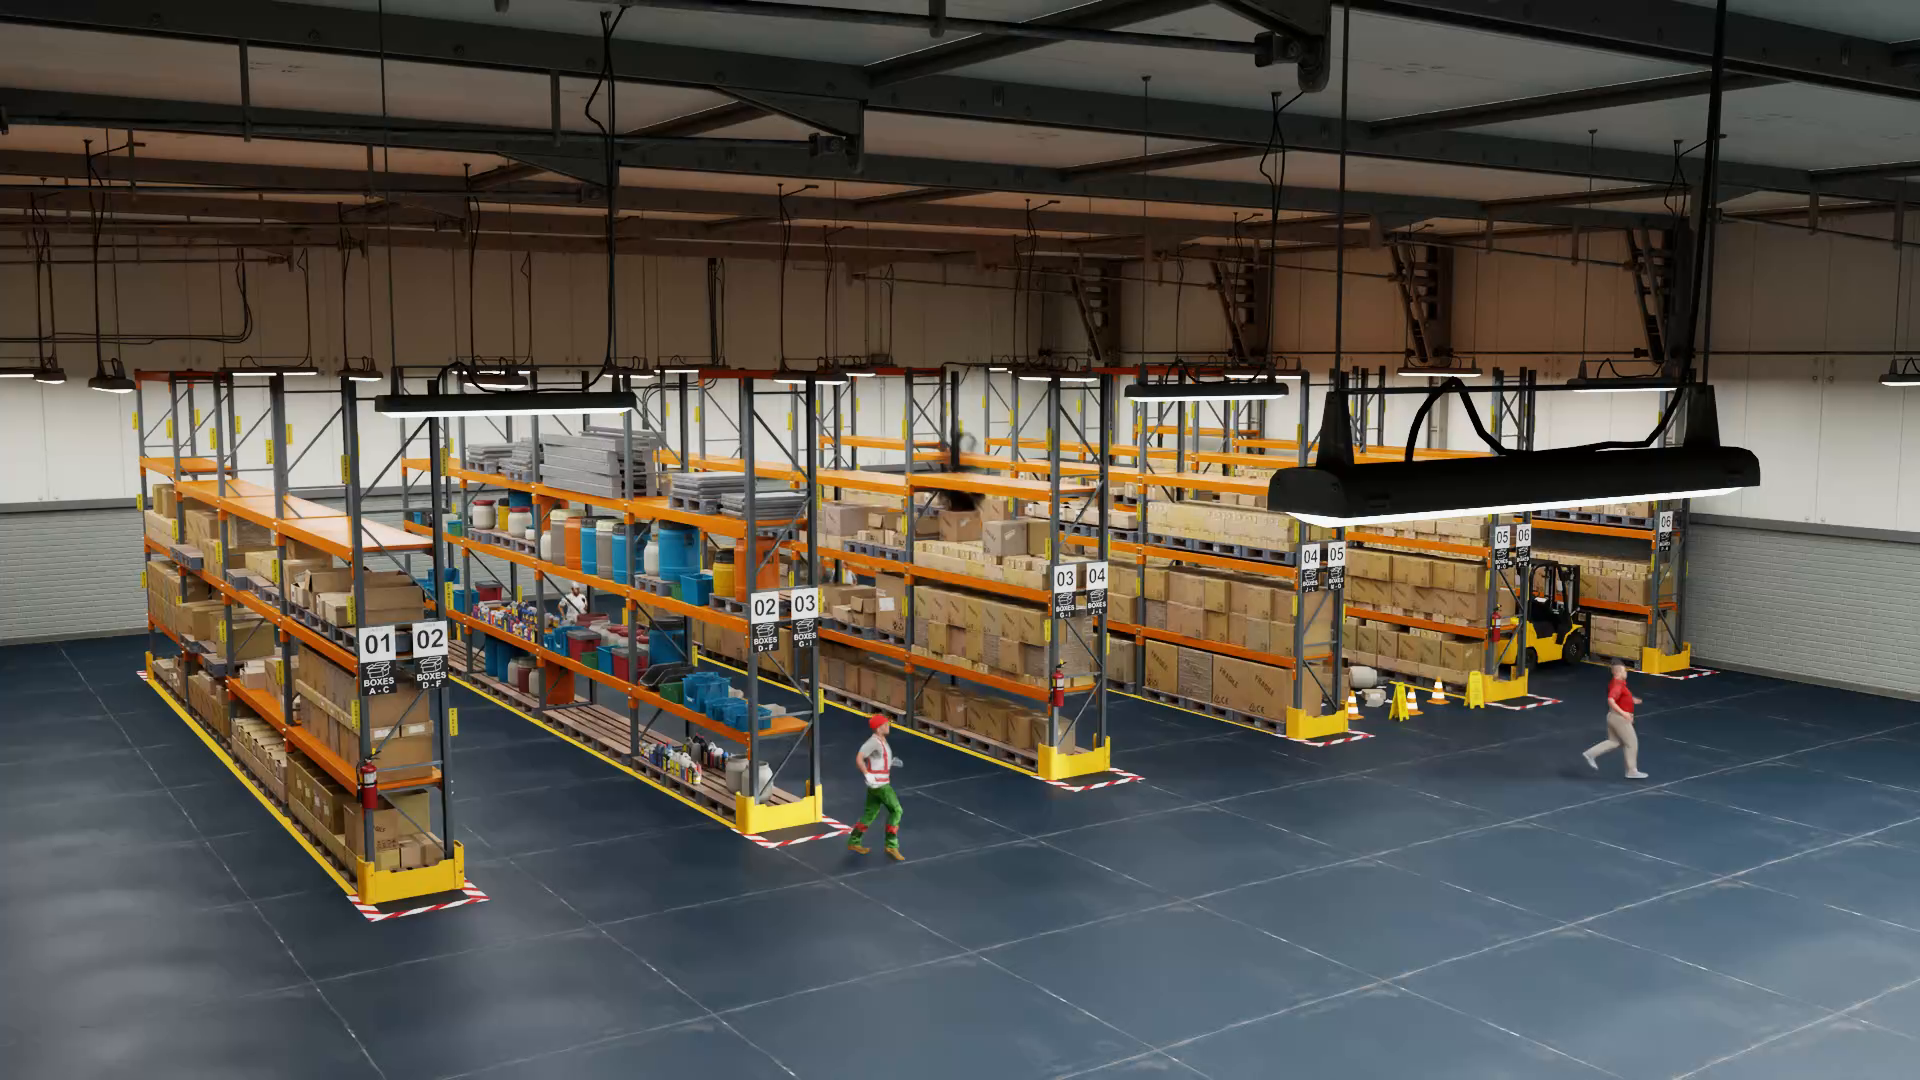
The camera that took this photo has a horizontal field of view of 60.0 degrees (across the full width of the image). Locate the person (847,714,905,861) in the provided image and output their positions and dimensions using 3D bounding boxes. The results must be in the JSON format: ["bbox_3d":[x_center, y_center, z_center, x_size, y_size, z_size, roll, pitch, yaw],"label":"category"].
[{"bbox_3d":[-1.069,3.095,20.901,0.725,1.829,0.674,-1,6,-5],"label":"person"}]

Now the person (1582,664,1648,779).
[{"bbox_3d":[9.800,2.687,24.755,0.901,1.696,0.674,1,7,8],"label":"person"}]

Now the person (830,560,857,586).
[{"bbox_3d":[-2.597,1.278,37.029,0.657,1.765,0.741,-3,7,-23],"label":"person"}]

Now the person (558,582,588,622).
[{"bbox_3d":[-7.778,1.683,33.728,0.603,1.662,0.939,-5,8,-40],"label":"person"}]
